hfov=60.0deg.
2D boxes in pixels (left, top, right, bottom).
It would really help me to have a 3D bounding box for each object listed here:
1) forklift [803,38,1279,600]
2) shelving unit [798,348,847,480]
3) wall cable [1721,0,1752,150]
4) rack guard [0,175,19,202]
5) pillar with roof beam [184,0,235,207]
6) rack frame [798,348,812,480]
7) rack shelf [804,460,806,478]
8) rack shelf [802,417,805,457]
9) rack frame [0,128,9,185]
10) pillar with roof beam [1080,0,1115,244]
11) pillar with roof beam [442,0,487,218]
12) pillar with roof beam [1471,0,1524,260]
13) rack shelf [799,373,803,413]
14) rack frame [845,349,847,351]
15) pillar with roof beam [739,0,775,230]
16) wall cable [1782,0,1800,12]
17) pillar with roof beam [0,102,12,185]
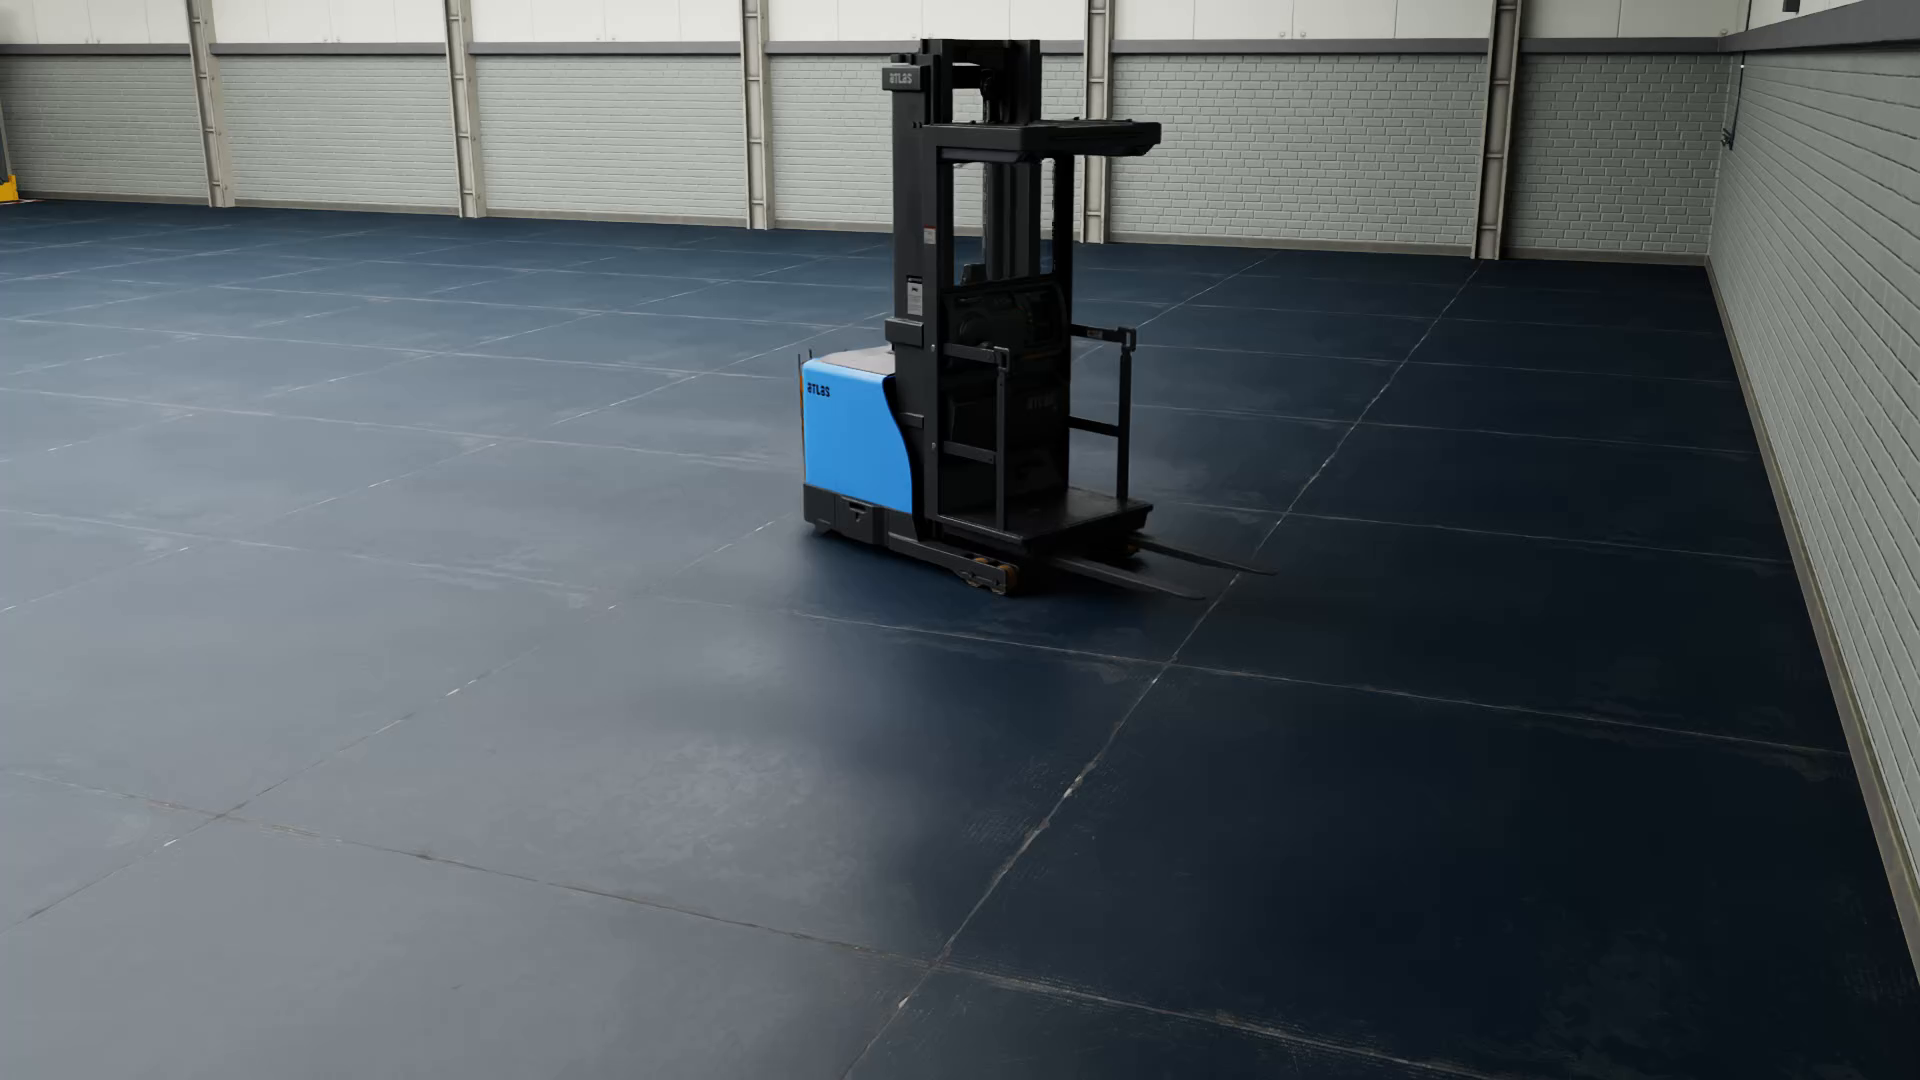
[{"bbox_3d":[0.406,-1.266,9.276,1.130,2.935,3.031,-15,22,-41],"label":"forklift"},{"bbox_3d":[-0.854,-0.684,10.635,0.252,1.050,0.215,3,16,18],"label":"shelving unit"},{"bbox_3d":[9.988,-6.334,21.420,0.112,2.526,3.097,6,17,21],"label":"wall cable"},{"bbox_3d":[-19.835,-7.149,33.904,0.348,0.500,1.175,6,17,21],"label":"rack guard"},{"bbox_3d":[-16.173,-9.808,27.818,0.400,9.000,9.100,6,17,21],"label":"pillar with roof beam"},{"bbox_3d":[-0.970,-0.691,10.672,0.008,1.050,0.200,3,16,18],"label":"rack frame"},{"bbox_3d":[-0.846,-0.407,10.713,0.240,0.259,0.215,3,16,18],"label":"rack shelf"},{"bbox_3d":[-0.854,-0.674,10.638,0.240,0.259,0.215,3,16,18],"label":"rack shelf"},{"bbox_3d":[-19.858,-8.352,33.564,0.127,3.000,1.000,6,17,21],"label":"rack frame"},{"bbox_3d":[0.572,-7.967,21.475,0.400,9.000,9.100,6,17,21],"label":"pillar with roof beam"},{"bbox_3d":[-10.591,-9.194,25.704,0.400,9.000,9.100,6,17,21],"label":"pillar with roof beam"},{"bbox_3d":[6.153,-7.353,19.361,0.400,9.000,9.100,6,17,21],"label":"pillar with roof beam"},{"bbox_3d":[-0.862,-0.947,10.561,0.240,0.259,0.215,3,16,18],"label":"rack shelf"},{"bbox_3d":[-0.738,-0.677,10.598,0.008,1.050,0.200,3,16,18],"label":"rack frame"},{"bbox_3d":[-5.010,-8.581,23.589,0.400,9.000,9.100,6,17,21],"label":"pillar with roof beam"},{"bbox_3d":[6.490,-6.998,12.038,0.169,6.003,2.305,6,17,21],"label":"wall cable"},{"bbox_3d":[-21.754,-10.422,29.932,0.400,9.000,9.100,6,17,21],"label":"pillar with roof beam"}]
